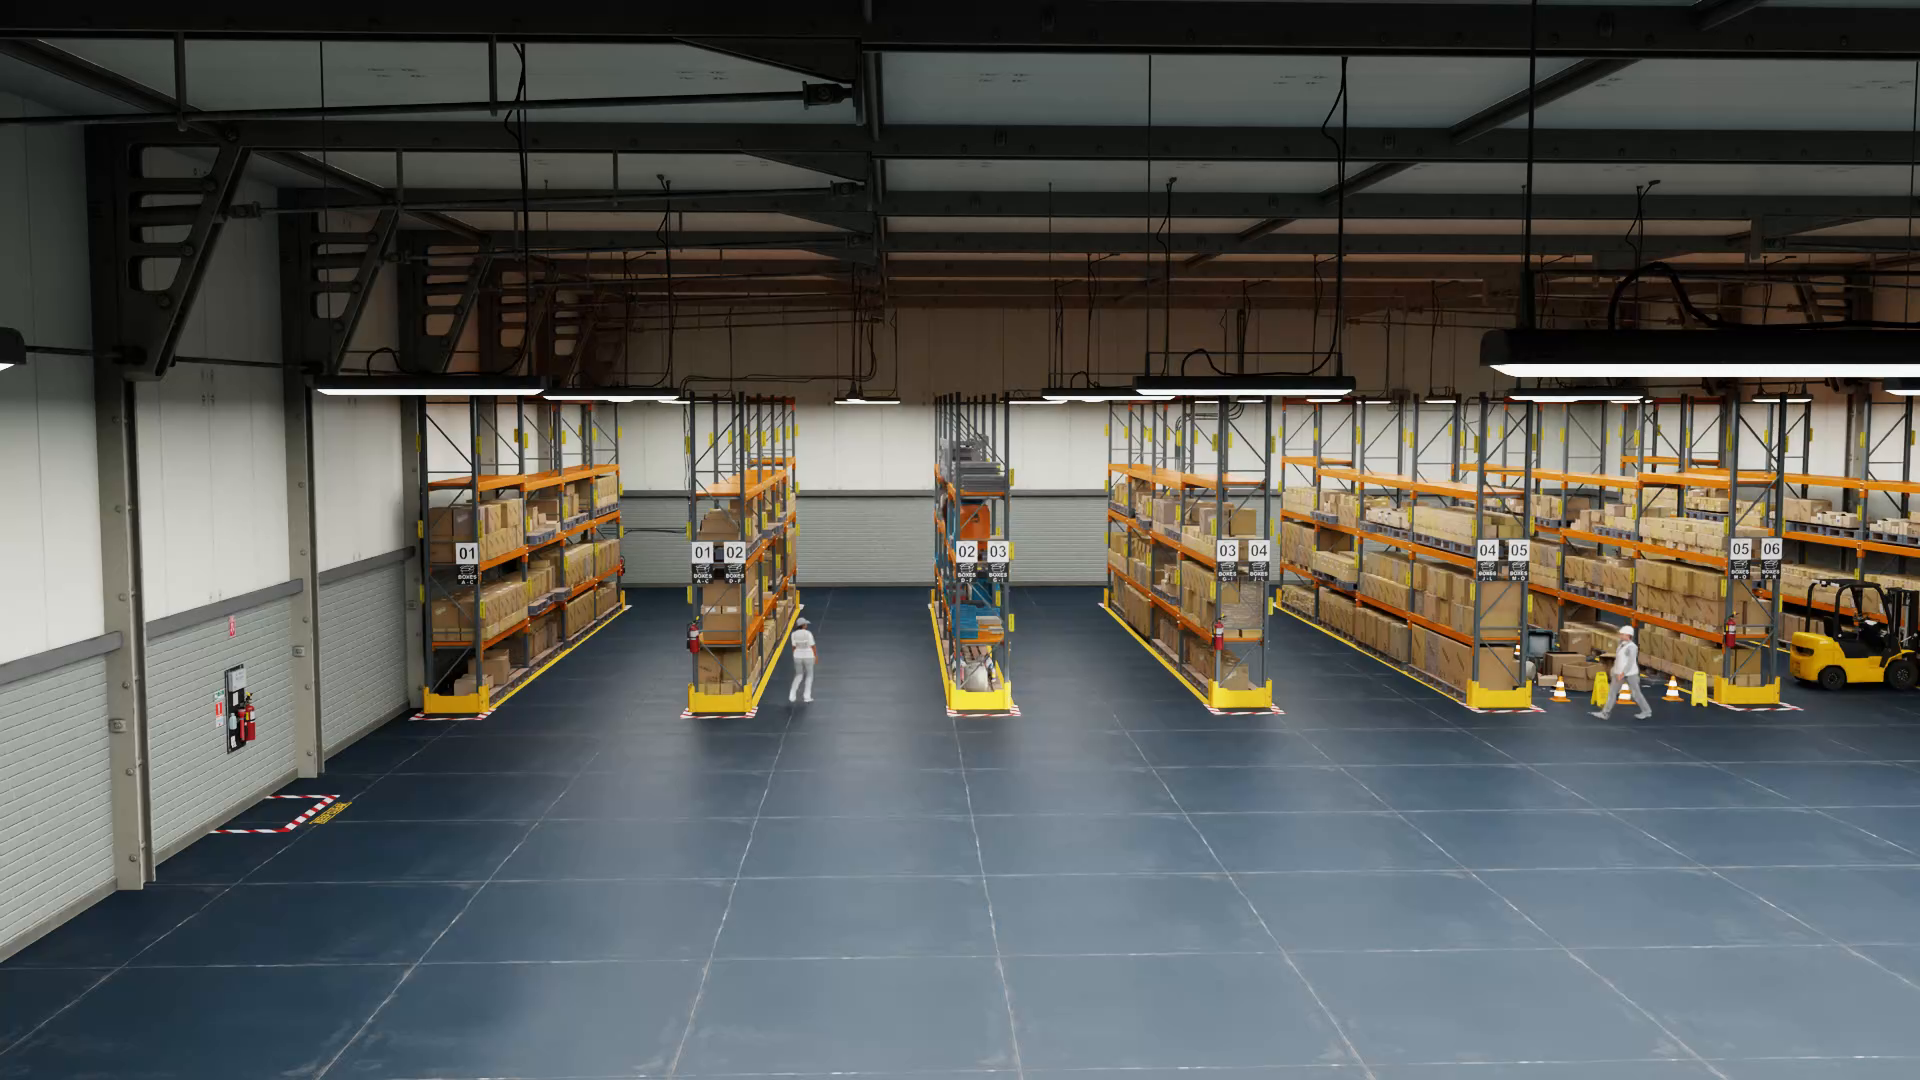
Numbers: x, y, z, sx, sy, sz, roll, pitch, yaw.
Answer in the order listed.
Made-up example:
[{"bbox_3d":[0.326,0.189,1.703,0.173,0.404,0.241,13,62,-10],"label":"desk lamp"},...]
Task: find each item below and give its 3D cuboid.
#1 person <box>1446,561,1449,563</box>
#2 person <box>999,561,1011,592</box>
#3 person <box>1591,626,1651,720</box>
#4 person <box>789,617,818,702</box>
[{"bbox_3d":[14.771,0.835,49.875,0.708,1.764,0.572,0,5,-4],"label":"person"},{"bbox_3d":[1.262,0.735,51.329,0.600,1.789,0.500,-2,5,-26],"label":"person"},{"bbox_3d":[12.107,2.429,30.296,1.057,1.726,0.524,-1,5,-18],"label":"person"},{"bbox_3d":[-3.001,2.314,32.129,0.502,1.650,0.510,2,5,24],"label":"person"}]
